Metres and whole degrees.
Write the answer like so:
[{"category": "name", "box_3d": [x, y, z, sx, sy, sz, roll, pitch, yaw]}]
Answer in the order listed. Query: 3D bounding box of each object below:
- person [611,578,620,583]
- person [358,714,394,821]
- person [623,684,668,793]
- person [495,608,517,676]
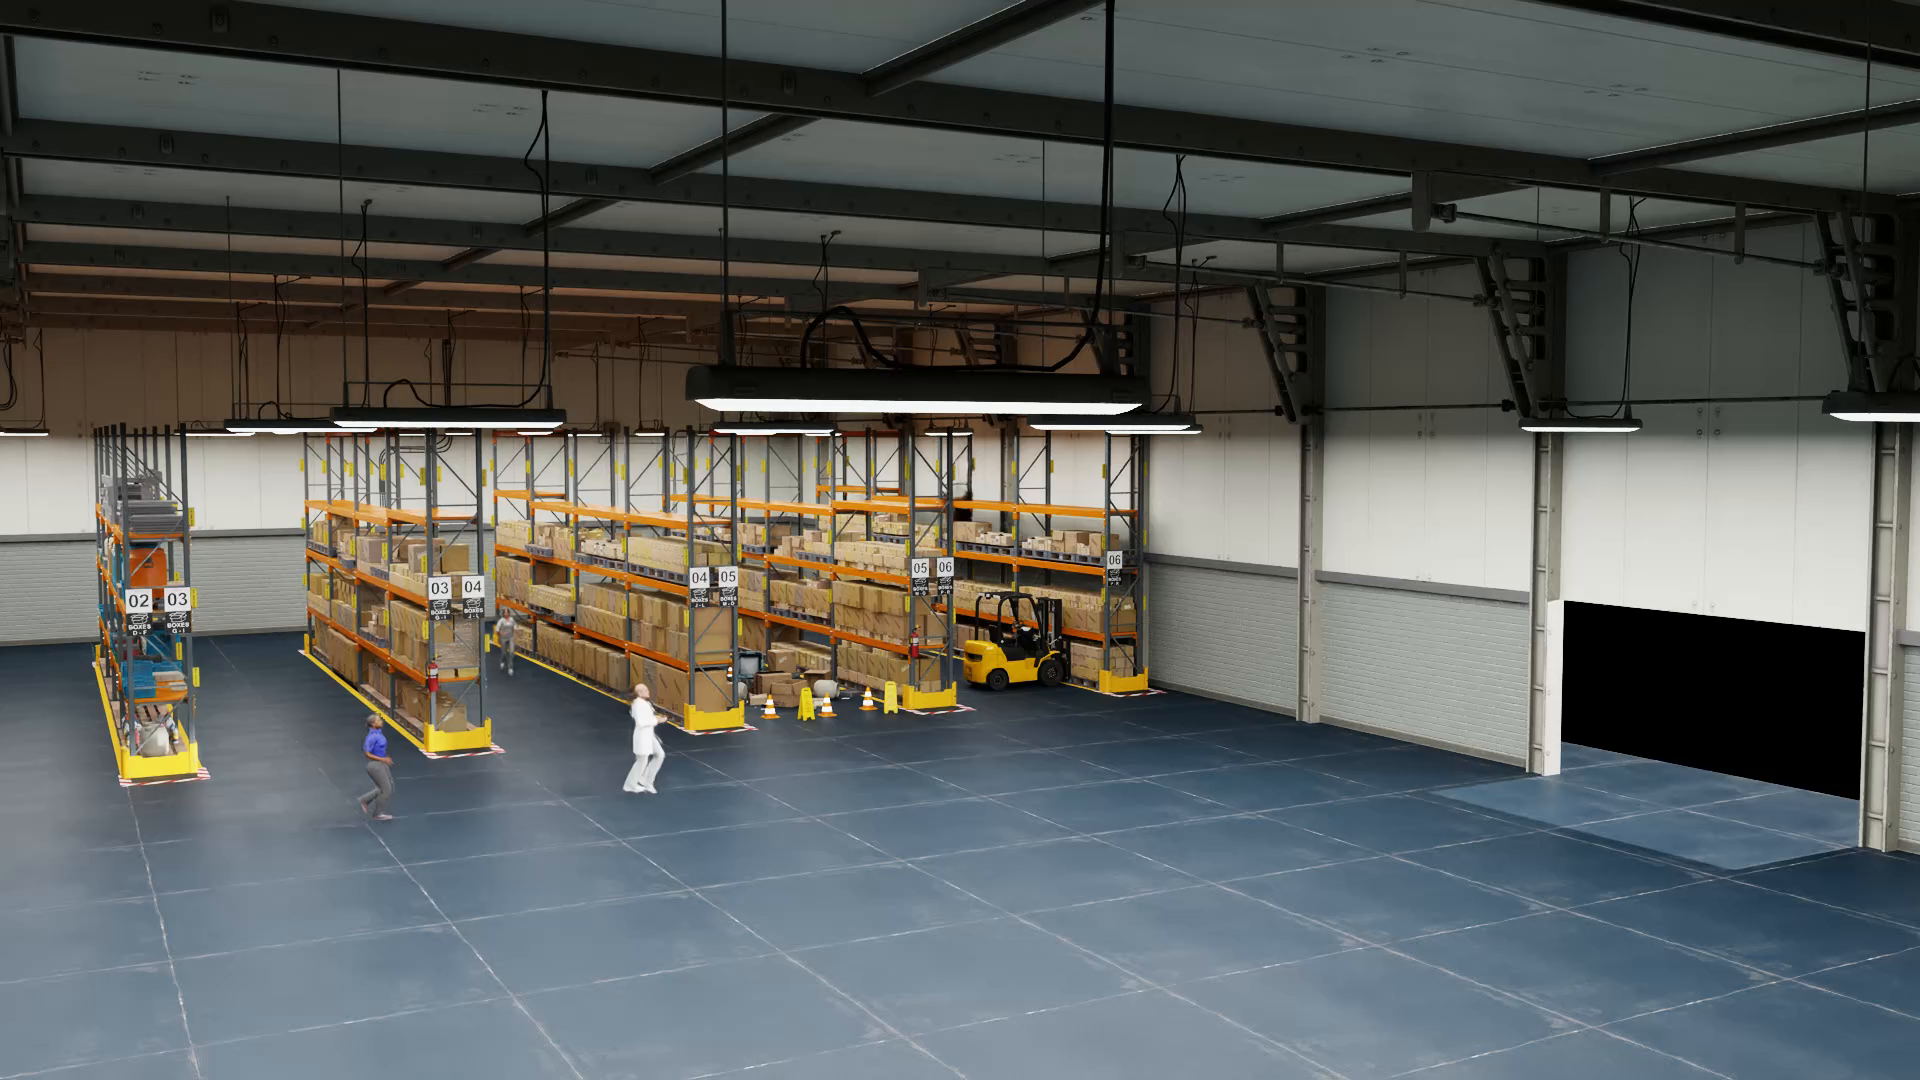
[{"category": "person", "box_3d": [-10.232, 1.872, 49.872, 0.895, 1.707, 0.585, -1, 4, -23]}, {"category": "person", "box_3d": [-8.750, 3.412, 24.948, 0.562, 1.593, 0.573, 0, 3, -7]}, {"category": "person", "box_3d": [-5.061, 3.203, 26.806, 0.755, 1.779, 0.688, 0, 3, 3]}, {"category": "person", "box_3d": [-11.068, 2.509, 40.614, 0.551, 1.512, 0.876, -2, 4, -27]}]
